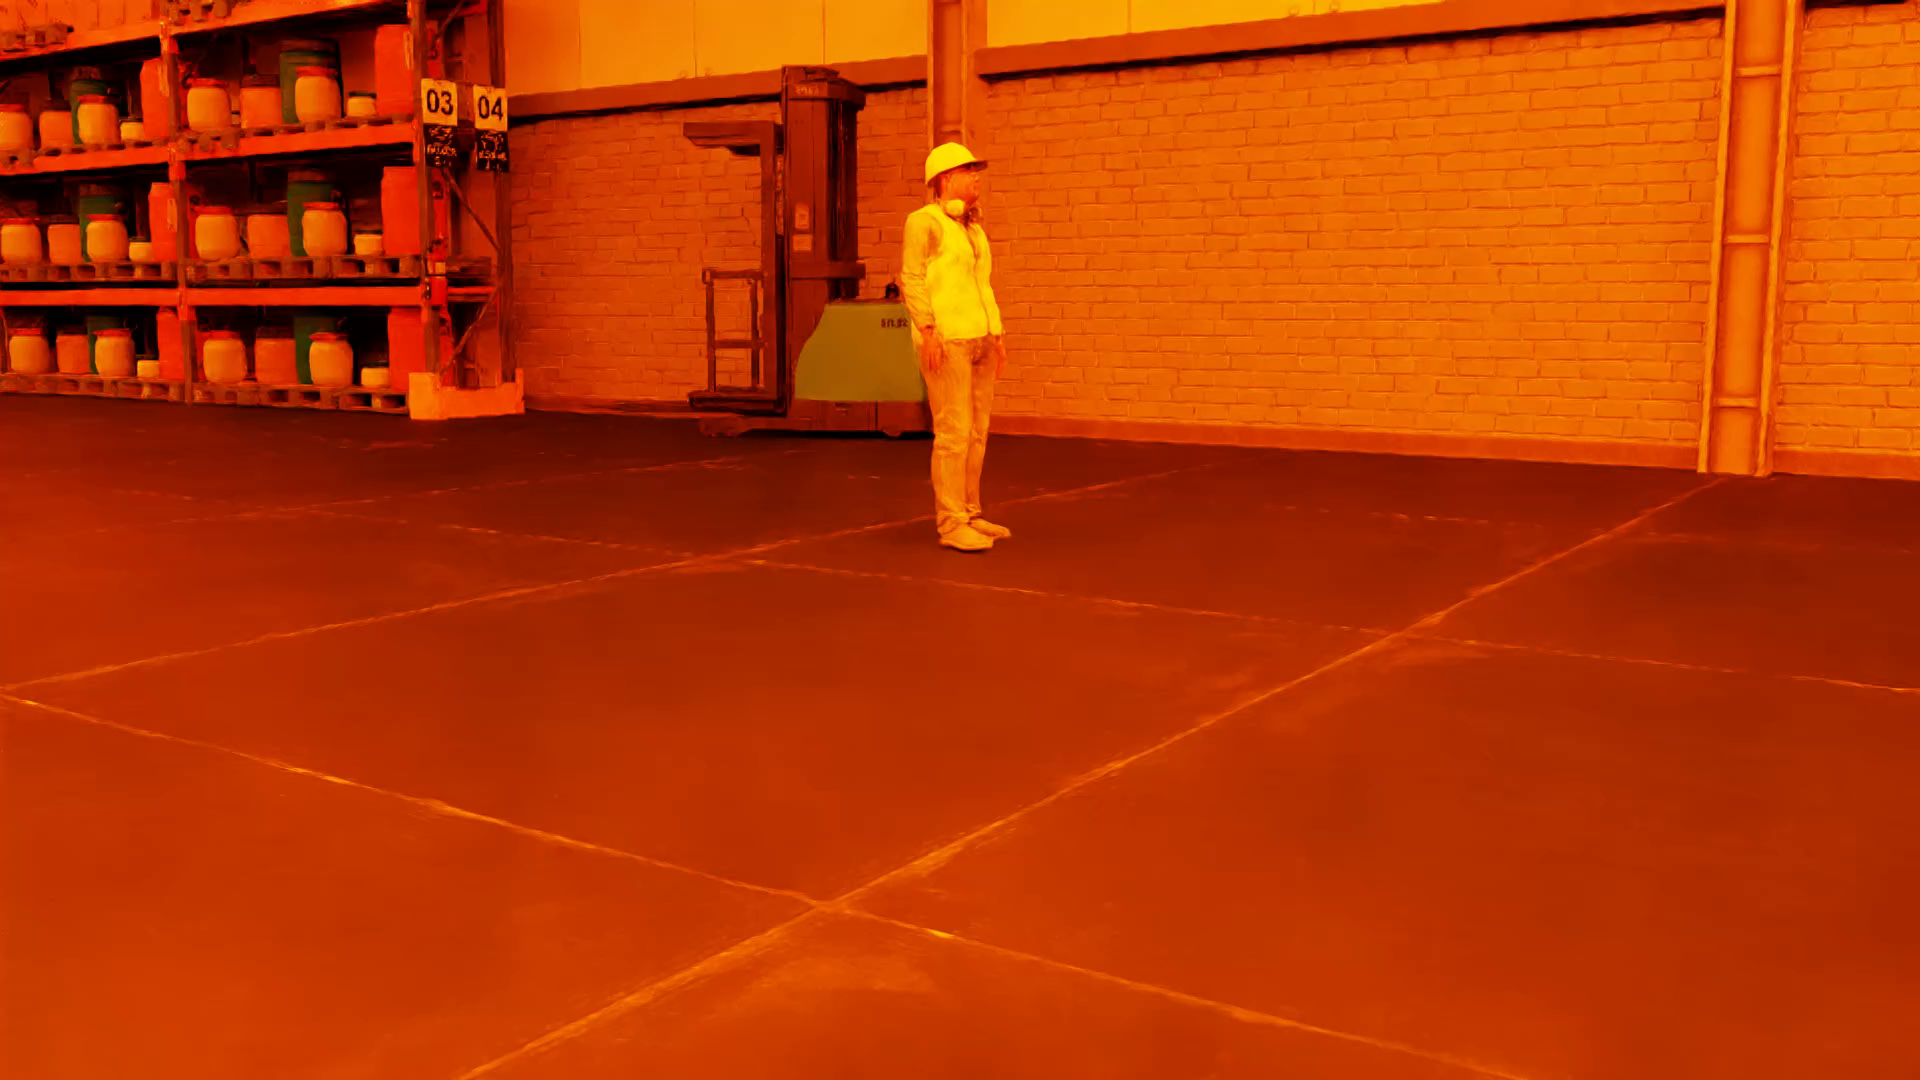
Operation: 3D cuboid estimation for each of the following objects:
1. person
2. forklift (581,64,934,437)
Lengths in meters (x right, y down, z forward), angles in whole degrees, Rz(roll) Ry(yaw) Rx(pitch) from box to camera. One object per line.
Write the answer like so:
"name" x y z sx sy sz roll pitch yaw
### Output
"person" 0.047 -0.879 7.436 0.567 1.773 0.632 5 10 34
"forklift" -1.637 -2.355 13.755 3.031 2.935 1.130 2 8 14
